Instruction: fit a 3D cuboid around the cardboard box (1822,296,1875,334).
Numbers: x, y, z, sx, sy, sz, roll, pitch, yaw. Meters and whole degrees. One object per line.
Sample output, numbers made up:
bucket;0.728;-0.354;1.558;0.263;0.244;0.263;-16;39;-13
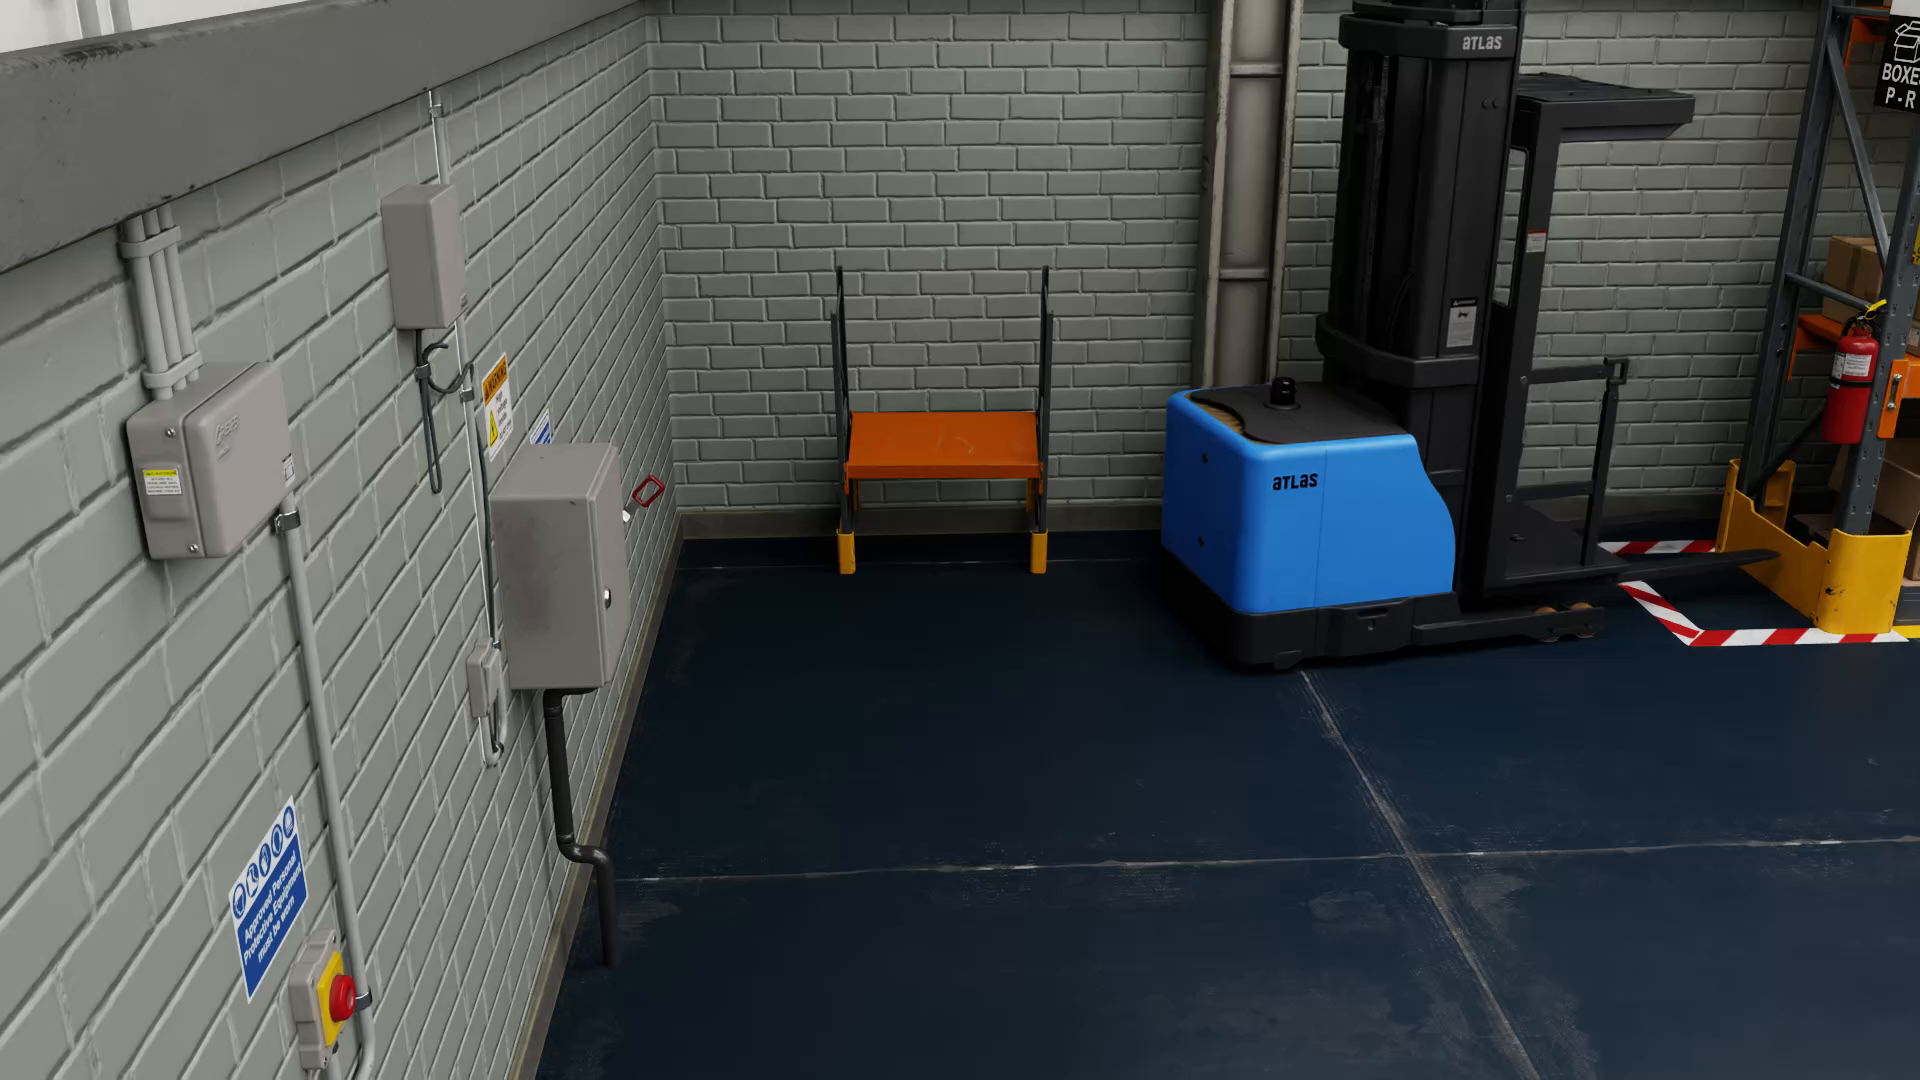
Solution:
cardboard box;4.514;-1.143;8.261;0.250;0.149;0.380;-1;21;-4

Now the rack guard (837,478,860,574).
rack guard;-0.590;-0.097;8.818;0.087;0.250;0.587;0;36;0

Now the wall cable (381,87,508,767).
wall cable;-1.235;-0.251;4.136;0.122;1.984;0.588;-1;21;-3

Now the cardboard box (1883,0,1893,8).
cardboard box;4.505;-2.532;7.692;0.250;0.149;0.380;-1;21;-2

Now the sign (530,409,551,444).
sign;-1.352;-0.149;5.429;0.001;0.494;0.329;-1;21;-3

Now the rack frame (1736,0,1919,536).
rack frame;4.199;-1.159;7.948;0.127;3.000;1.000;-1;21;-3

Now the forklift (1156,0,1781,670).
forklift;2.554;-1.060;7.785;3.031;2.935;1.130;-6;22;-14

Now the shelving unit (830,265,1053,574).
shelving unit;-0.093;-0.603;8.451;1.083;1.500;0.587;0;36;0

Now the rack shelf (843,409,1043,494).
rack shelf;-0.084;-0.458;8.557;1.000;0.185;0.538;0;36;0

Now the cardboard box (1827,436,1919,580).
cardboard box;4.815;-0.167;8.262;0.637;0.503;0.797;-2;21;-5

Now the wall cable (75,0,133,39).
wall cable;-1.177;-1.983;1.683;0.029;3.000;0.463;-1;21;-3

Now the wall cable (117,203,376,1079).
wall cable;-1.142;0.238;2.808;0.123;1.953;0.585;-1;21;-3

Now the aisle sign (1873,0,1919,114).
aisle sign;4.147;-2.268;7.208;0.004;0.787;0.394;-1;21;-3

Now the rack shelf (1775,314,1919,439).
rack shelf;6.196;-0.863;8.183;4.000;0.370;1.077;-1;21;-3

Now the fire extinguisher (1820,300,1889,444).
fire extinguisher;4.078;-0.781;7.589;0.183;0.674;0.296;-1;21;-3

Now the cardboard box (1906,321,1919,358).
cardboard box;4.543;-0.950;7.754;0.250;0.149;0.380;-1;21;-3

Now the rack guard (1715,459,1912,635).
rack guard;4.275;0.008;8.397;0.348;0.500;1.175;-1;21;-3

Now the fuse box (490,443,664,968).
fuse box;-1.117;0.580;5.192;0.414;1.711;0.539;-1;21;-3

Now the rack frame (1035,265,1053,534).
rack frame;0.424;-0.604;8.451;0.032;1.500;0.500;0;36;0

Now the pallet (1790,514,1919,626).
pallet;5.071;0.127;8.492;1.213;0.211;1.003;-1;21;-3

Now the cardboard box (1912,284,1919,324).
cardboard box;4.667;-1.141;7.695;0.500;0.250;0.500;-1;21;-3

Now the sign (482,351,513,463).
sign;-1.320;-0.384;4.753;0.001;0.242;0.339;-1;21;-3

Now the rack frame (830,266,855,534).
rack frame;-0.593;-0.602;8.450;0.032;1.500;0.500;0;36;0

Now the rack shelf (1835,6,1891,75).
rack shelf;6.196;-2.265;7.649;4.000;0.370;1.077;-1;21;-3

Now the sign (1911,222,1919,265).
sign;4.230;-1.370;7.288;0.005;0.325;0.100;-1;21;-3

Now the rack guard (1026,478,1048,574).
rack guard;0.406;-0.099;8.819;0.087;0.250;0.587;0;36;0

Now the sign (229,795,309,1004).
sign;-1.201;0.620;2.898;0.001;0.218;0.327;-1;21;-3

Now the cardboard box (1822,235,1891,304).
cardboard box;4.643;-1.331;8.194;0.500;0.250;0.500;-1;21;-1

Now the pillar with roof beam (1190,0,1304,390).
pillar with roof beam;1.701;-2.698;3.561;0.400;9.000;9.100;-1;21;-3
